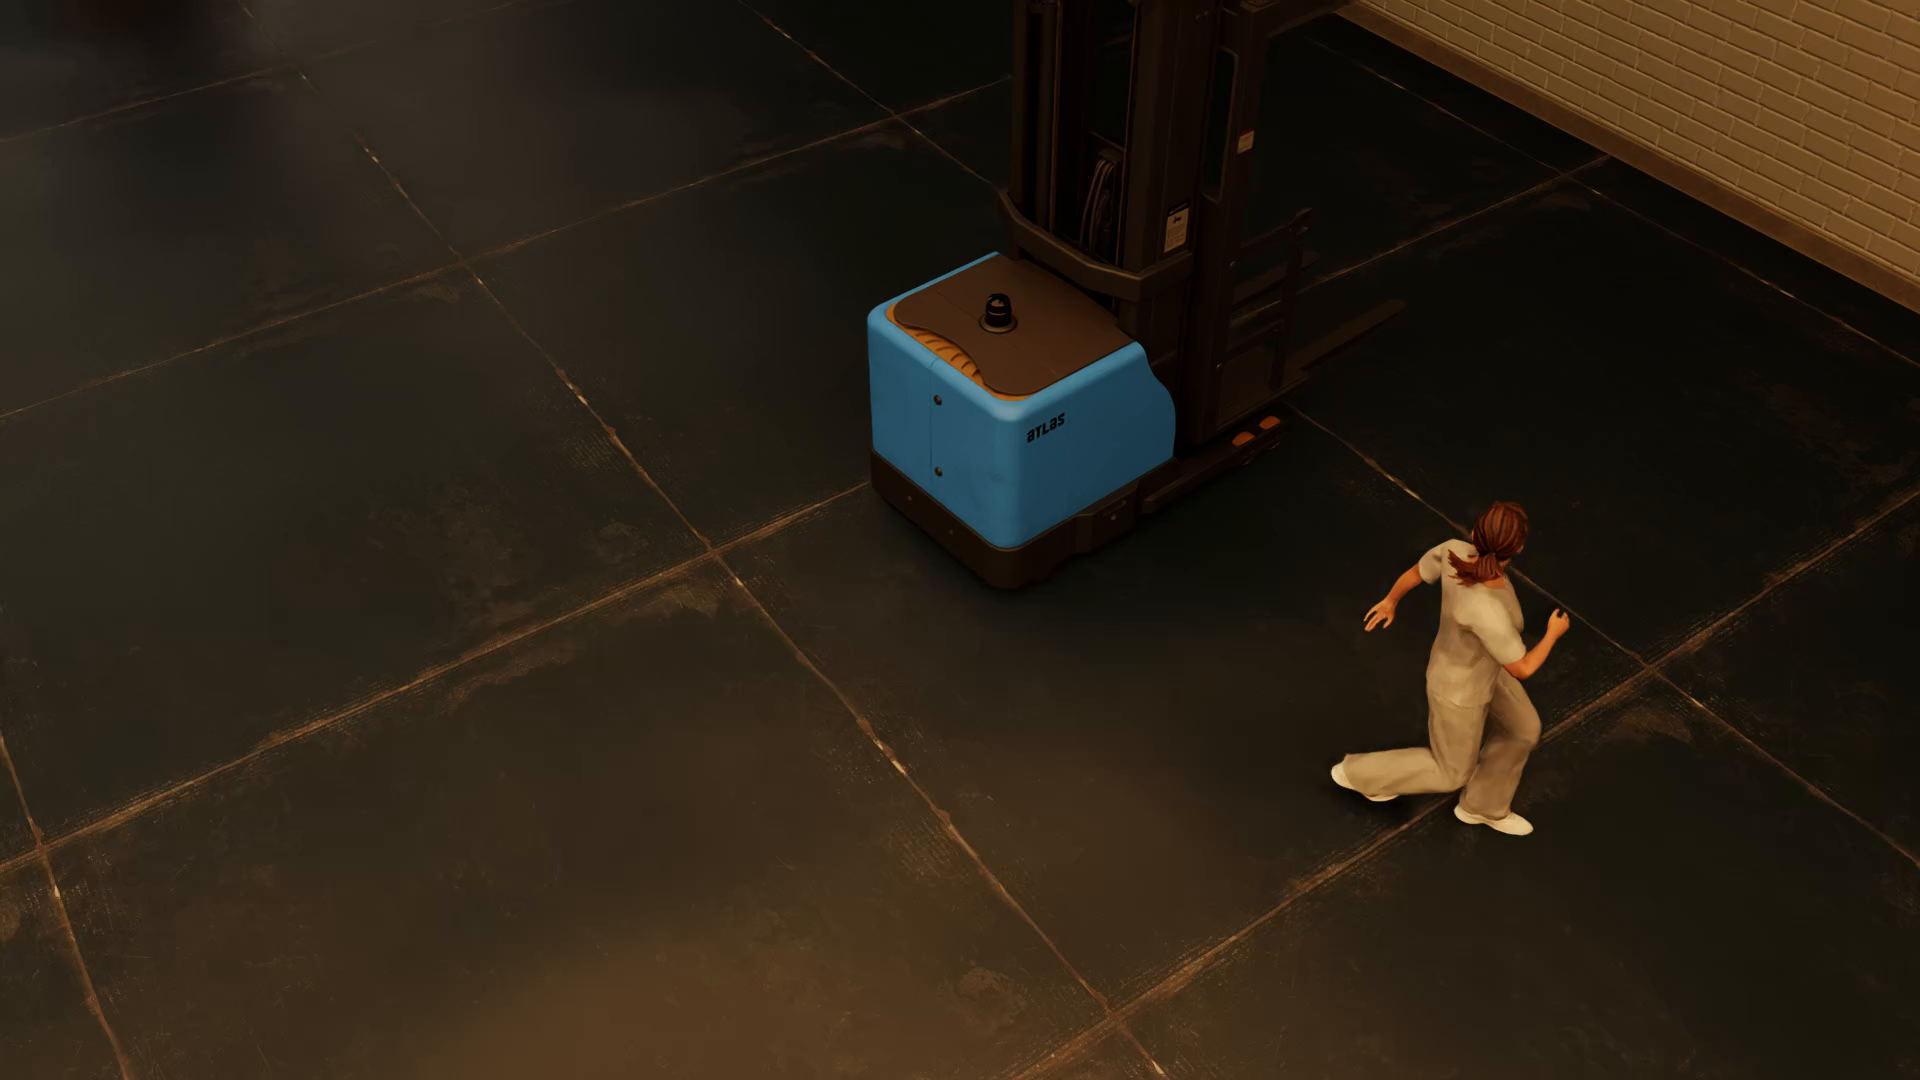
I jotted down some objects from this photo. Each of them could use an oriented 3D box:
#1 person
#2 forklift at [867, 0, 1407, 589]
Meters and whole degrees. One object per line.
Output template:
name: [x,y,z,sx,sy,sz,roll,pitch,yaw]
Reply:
person: [1.897,0.486,6.199,0.817,1.593,0.485,12,44,13]
forklift: [1.024,-1.701,7.561,3.031,2.935,1.130,-29,50,-28]
